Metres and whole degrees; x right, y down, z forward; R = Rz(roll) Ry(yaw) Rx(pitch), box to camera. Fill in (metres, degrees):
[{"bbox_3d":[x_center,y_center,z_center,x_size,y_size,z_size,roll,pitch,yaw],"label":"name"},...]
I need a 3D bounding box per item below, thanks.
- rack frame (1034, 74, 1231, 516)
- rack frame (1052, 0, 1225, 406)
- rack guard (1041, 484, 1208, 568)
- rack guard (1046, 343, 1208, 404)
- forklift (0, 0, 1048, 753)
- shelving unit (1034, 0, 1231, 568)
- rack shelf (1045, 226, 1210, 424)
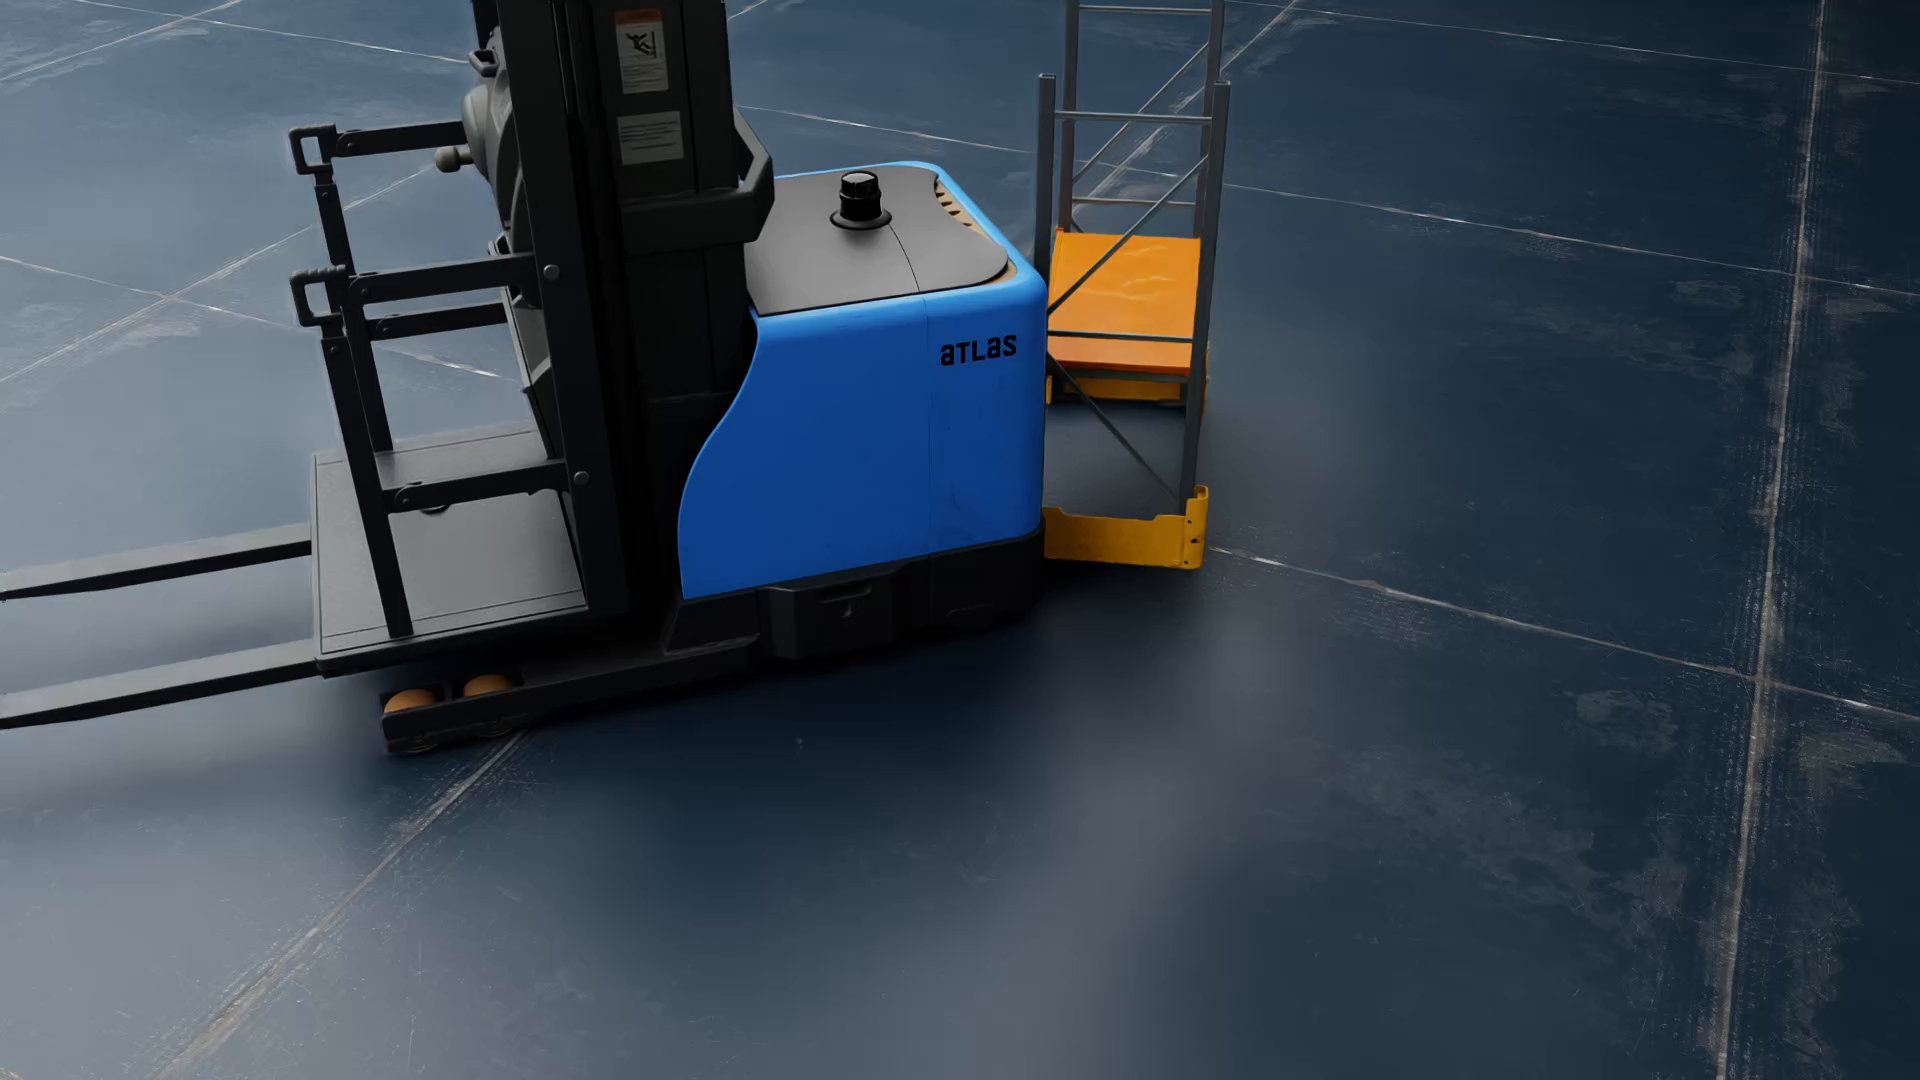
[{"bbox_3d":[0.457,-0.580,4.767,0.500,1.500,0.032,4,33,6],"label":"rack frame"},{"bbox_3d":[0.583,-1.133,5.611,0.500,1.500,0.032,4,33,6],"label":"rack frame"},{"bbox_3d":[0.457,-0.058,5.111,0.587,0.250,0.087,4,33,6],"label":"rack guard"},{"bbox_3d":[0.581,-0.600,5.937,0.587,0.250,0.087,4,33,6],"label":"rack guard"},{"bbox_3d":[-1.330,-0.990,4.087,3.031,2.935,1.130,-11,35,-16],"label":"forklift"},{"bbox_3d":[0.519,-0.852,5.182,0.587,1.500,1.083,4,33,6],"label":"shelving unit"},{"bbox_3d":[0.520,-0.706,5.288,0.538,0.185,1.000,4,33,6],"label":"rack shelf"}]
